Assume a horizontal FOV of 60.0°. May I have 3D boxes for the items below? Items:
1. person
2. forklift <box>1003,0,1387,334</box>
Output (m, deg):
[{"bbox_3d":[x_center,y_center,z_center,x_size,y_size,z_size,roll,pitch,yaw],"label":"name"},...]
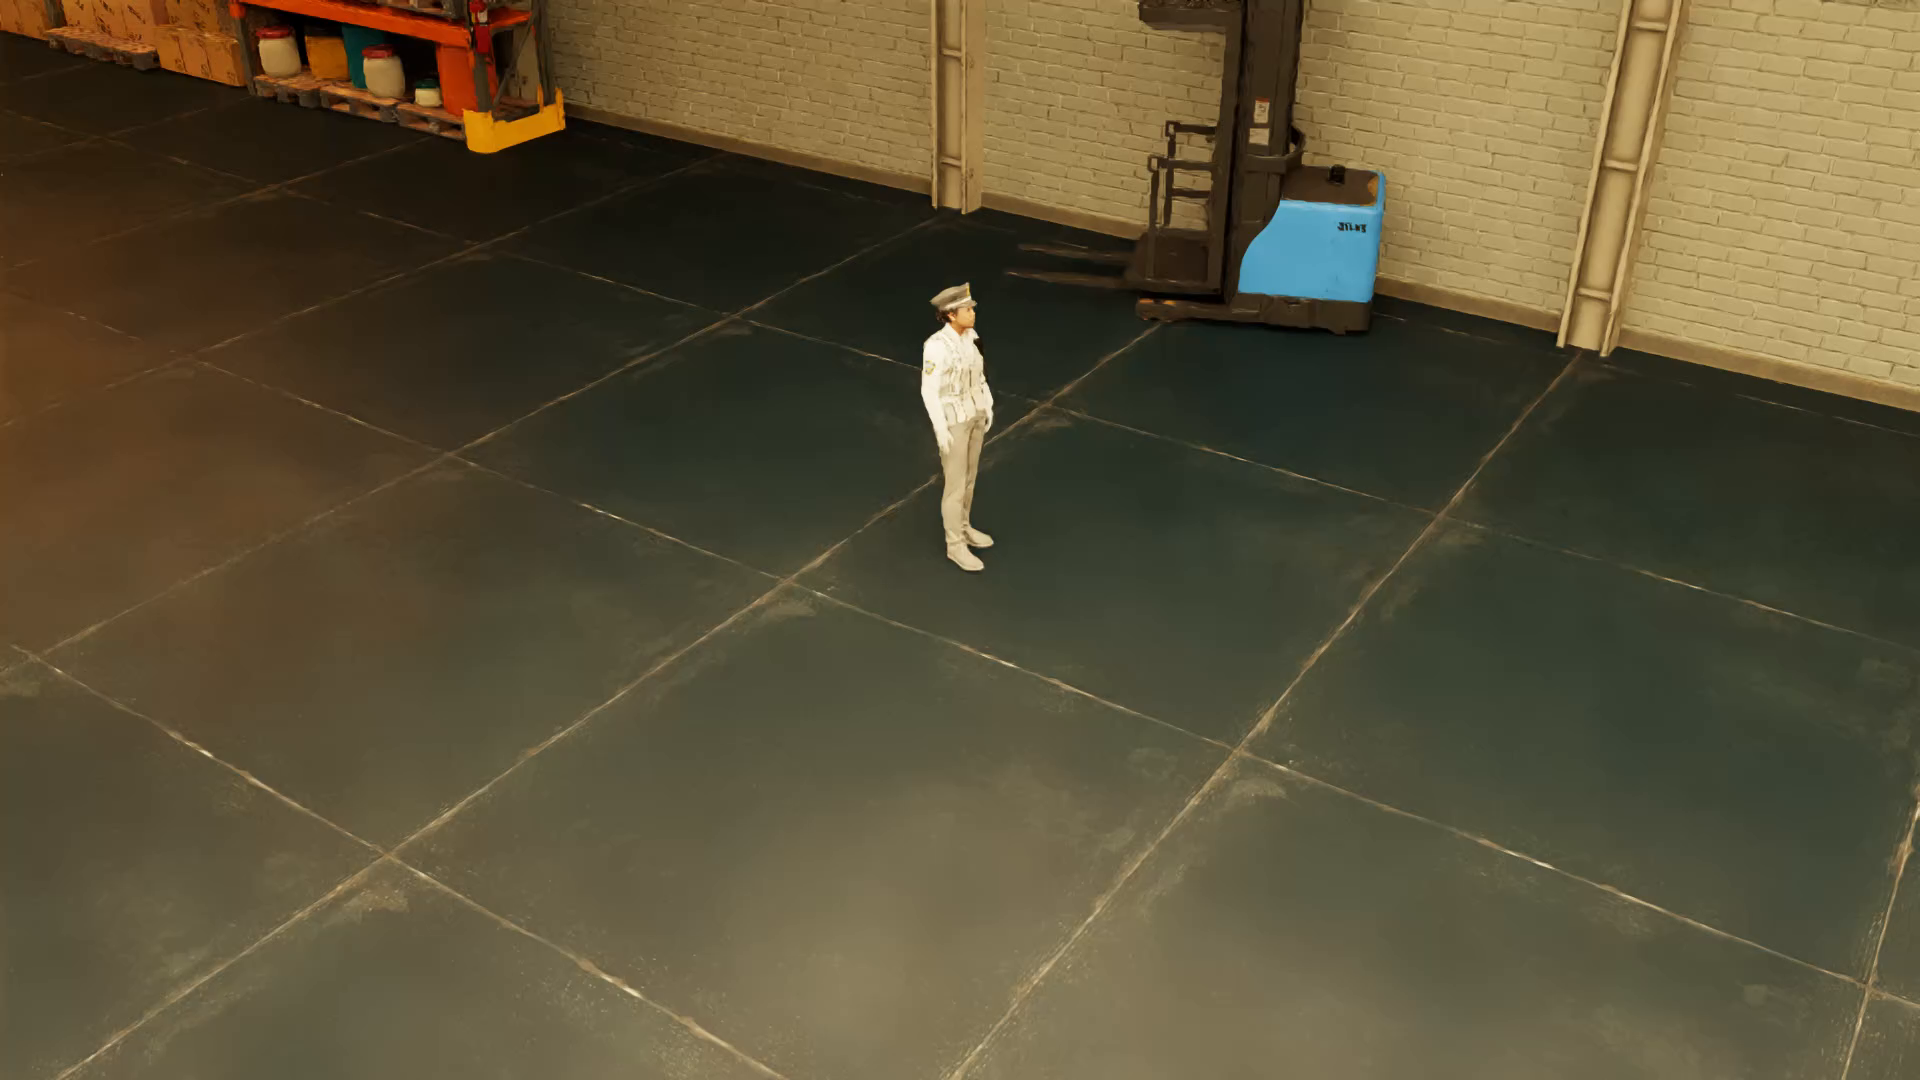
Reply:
[{"bbox_3d":[0.052,-0.717,10.033,0.532,1.695,0.586,19,35,29],"label":"person"},{"bbox_3d":[1.907,-3.295,13.255,3.031,2.935,1.130,7,31,12],"label":"forklift"}]
